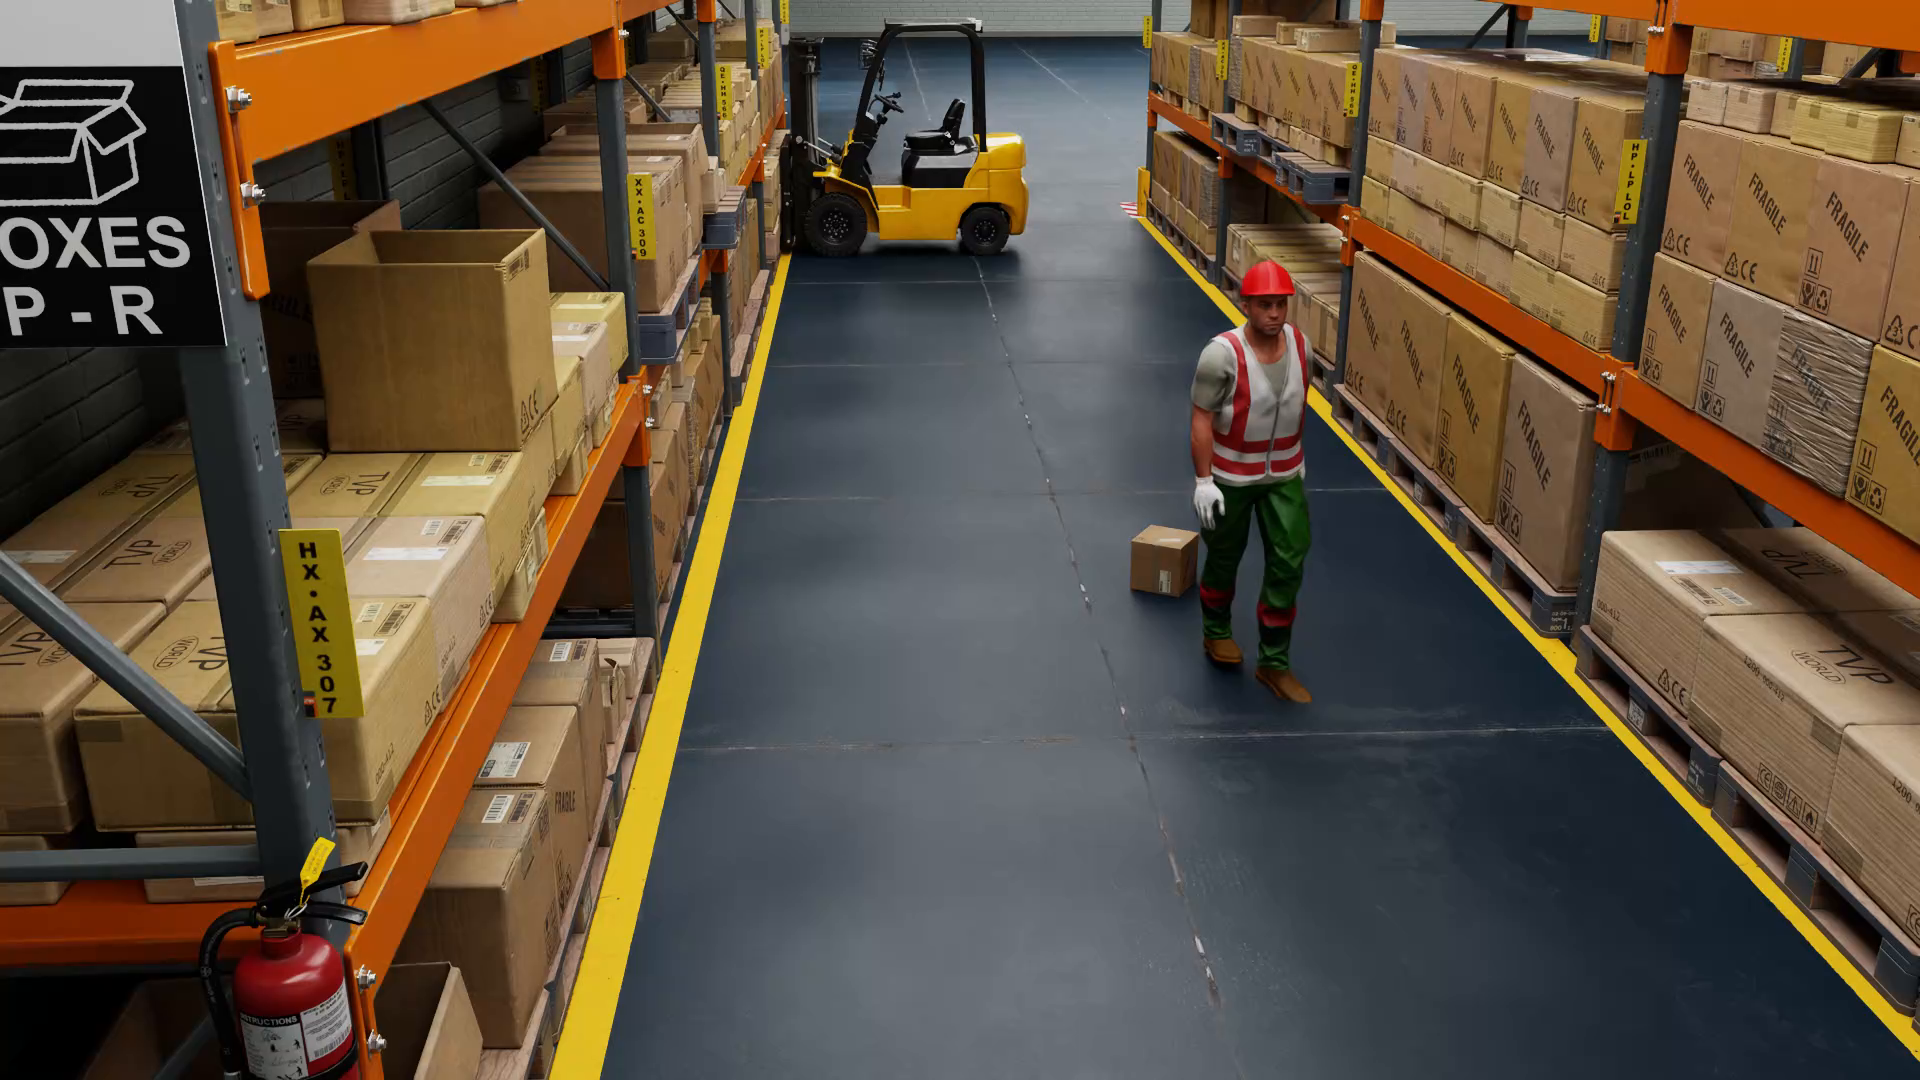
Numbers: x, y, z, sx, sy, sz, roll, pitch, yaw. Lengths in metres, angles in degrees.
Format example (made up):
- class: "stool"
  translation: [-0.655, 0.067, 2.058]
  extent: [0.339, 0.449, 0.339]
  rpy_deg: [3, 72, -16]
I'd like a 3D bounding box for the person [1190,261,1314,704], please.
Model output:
- class: "person"
  translation: [1.179, -0.242, 6.740]
  extent: [0.579, 1.822, 0.622]
  rpy_deg: [-5, 21, -13]
